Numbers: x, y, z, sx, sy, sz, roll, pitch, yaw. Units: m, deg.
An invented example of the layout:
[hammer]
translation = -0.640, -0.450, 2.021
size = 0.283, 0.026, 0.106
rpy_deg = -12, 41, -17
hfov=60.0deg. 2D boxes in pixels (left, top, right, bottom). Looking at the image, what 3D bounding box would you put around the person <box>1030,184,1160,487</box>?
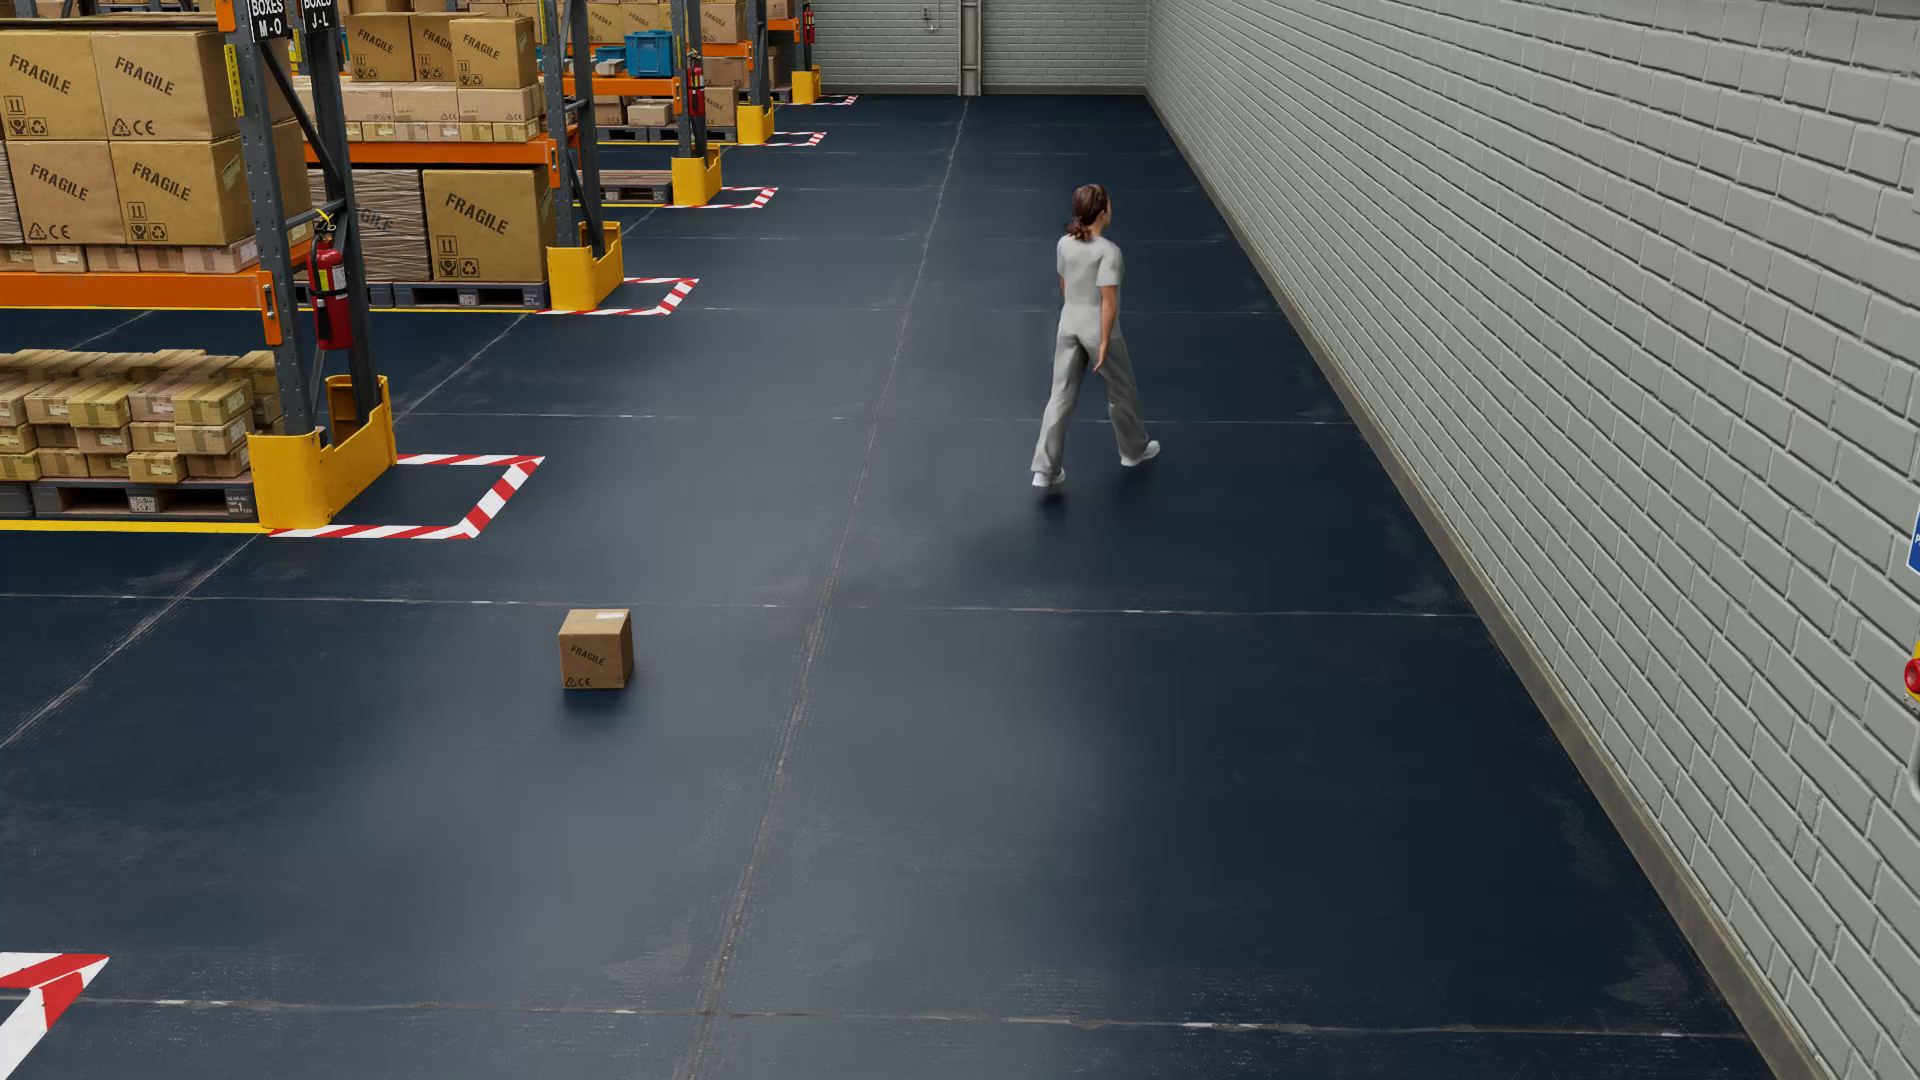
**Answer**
[person]
translation = 0.737, -1.132, 9.028
size = 0.458, 1.613, 1.020
rpy_deg = 16, 26, 35
